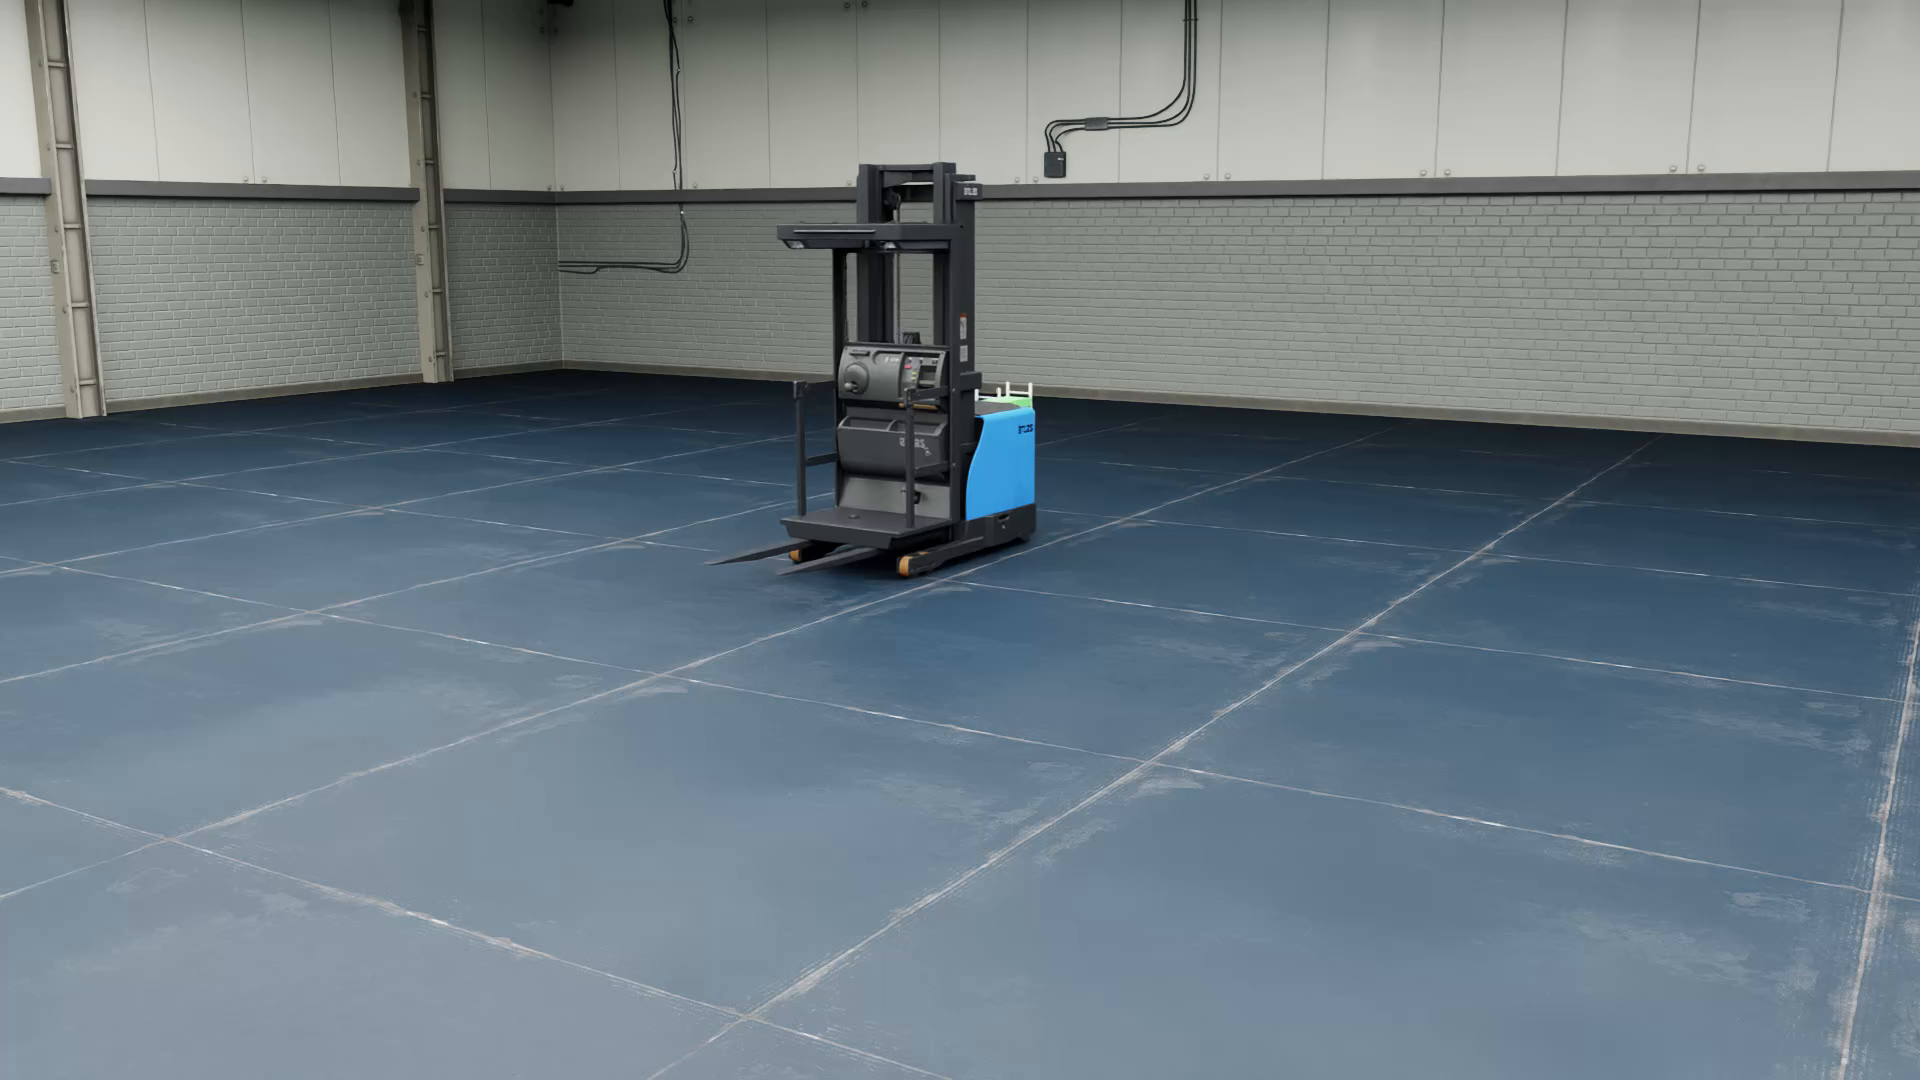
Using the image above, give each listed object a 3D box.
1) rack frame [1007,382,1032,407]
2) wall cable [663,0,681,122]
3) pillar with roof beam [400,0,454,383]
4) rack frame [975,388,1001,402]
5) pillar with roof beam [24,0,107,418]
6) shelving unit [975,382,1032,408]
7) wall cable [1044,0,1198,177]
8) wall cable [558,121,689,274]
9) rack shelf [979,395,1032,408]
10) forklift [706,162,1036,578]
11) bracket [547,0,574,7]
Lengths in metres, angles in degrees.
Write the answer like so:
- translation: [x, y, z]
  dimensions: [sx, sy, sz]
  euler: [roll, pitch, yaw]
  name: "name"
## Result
- translation: [0.494, -0.723, 13.970]
  dimensions: [0.240, 1.200, 0.015]
  euler: [7, 13, 33]
  name: "rack frame"
- translation: [-3.571, -8.053, 26.641]
  dimensions: [3.097, 2.526, 0.112]
  euler: [6, 12, 31]
  name: "wall cable"
- translation: [-4.864, -6.607, 24.203]
  dimensions: [9.100, 9.000, 0.548]
  euler: [6, 12, 31]
  name: "pillar with roof beam"
- translation: [0.225, -0.648, 13.570]
  dimensions: [0.240, 1.200, 0.015]
  euler: [7, 13, 33]
  name: "rack frame"
- translation: [-7.979, -5.663, 19.163]
  dimensions: [9.100, 9.000, 0.400]
  euler: [6, 12, 31]
  name: "pillar with roof beam"
- translation: [0.359, -0.686, 13.770]
  dimensions: [0.258, 1.200, 0.503]
  euler: [7, 13, 33]
  name: "shelving unit"
- translation: [2.222, -8.117, 23.029]
  dimensions: [2.305, 6.003, 0.169]
  euler: [6, 12, 31]
  name: "wall cable"
- translation: [-5.884, -5.829, 28.486]
  dimensions: [3.097, 2.526, 0.112]
  euler: [6, 12, 31]
  name: "wall cable"
- translation: [0.359, -1.095, 13.694]
  dimensions: [0.258, 0.148, 0.480]
  euler: [7, 13, 33]
  name: "rack shelf"
- translation: [-0.622, -1.263, 12.151]
  dimensions: [1.130, 2.935, 3.031]
  euler: [7, 13, 33]
  name: "forklift"
- translation: [-6.794, -9.191, 28.227]
  dimensions: [0.235, 0.232, 0.430]
  euler: [6, 12, 31]
  name: "bracket"
